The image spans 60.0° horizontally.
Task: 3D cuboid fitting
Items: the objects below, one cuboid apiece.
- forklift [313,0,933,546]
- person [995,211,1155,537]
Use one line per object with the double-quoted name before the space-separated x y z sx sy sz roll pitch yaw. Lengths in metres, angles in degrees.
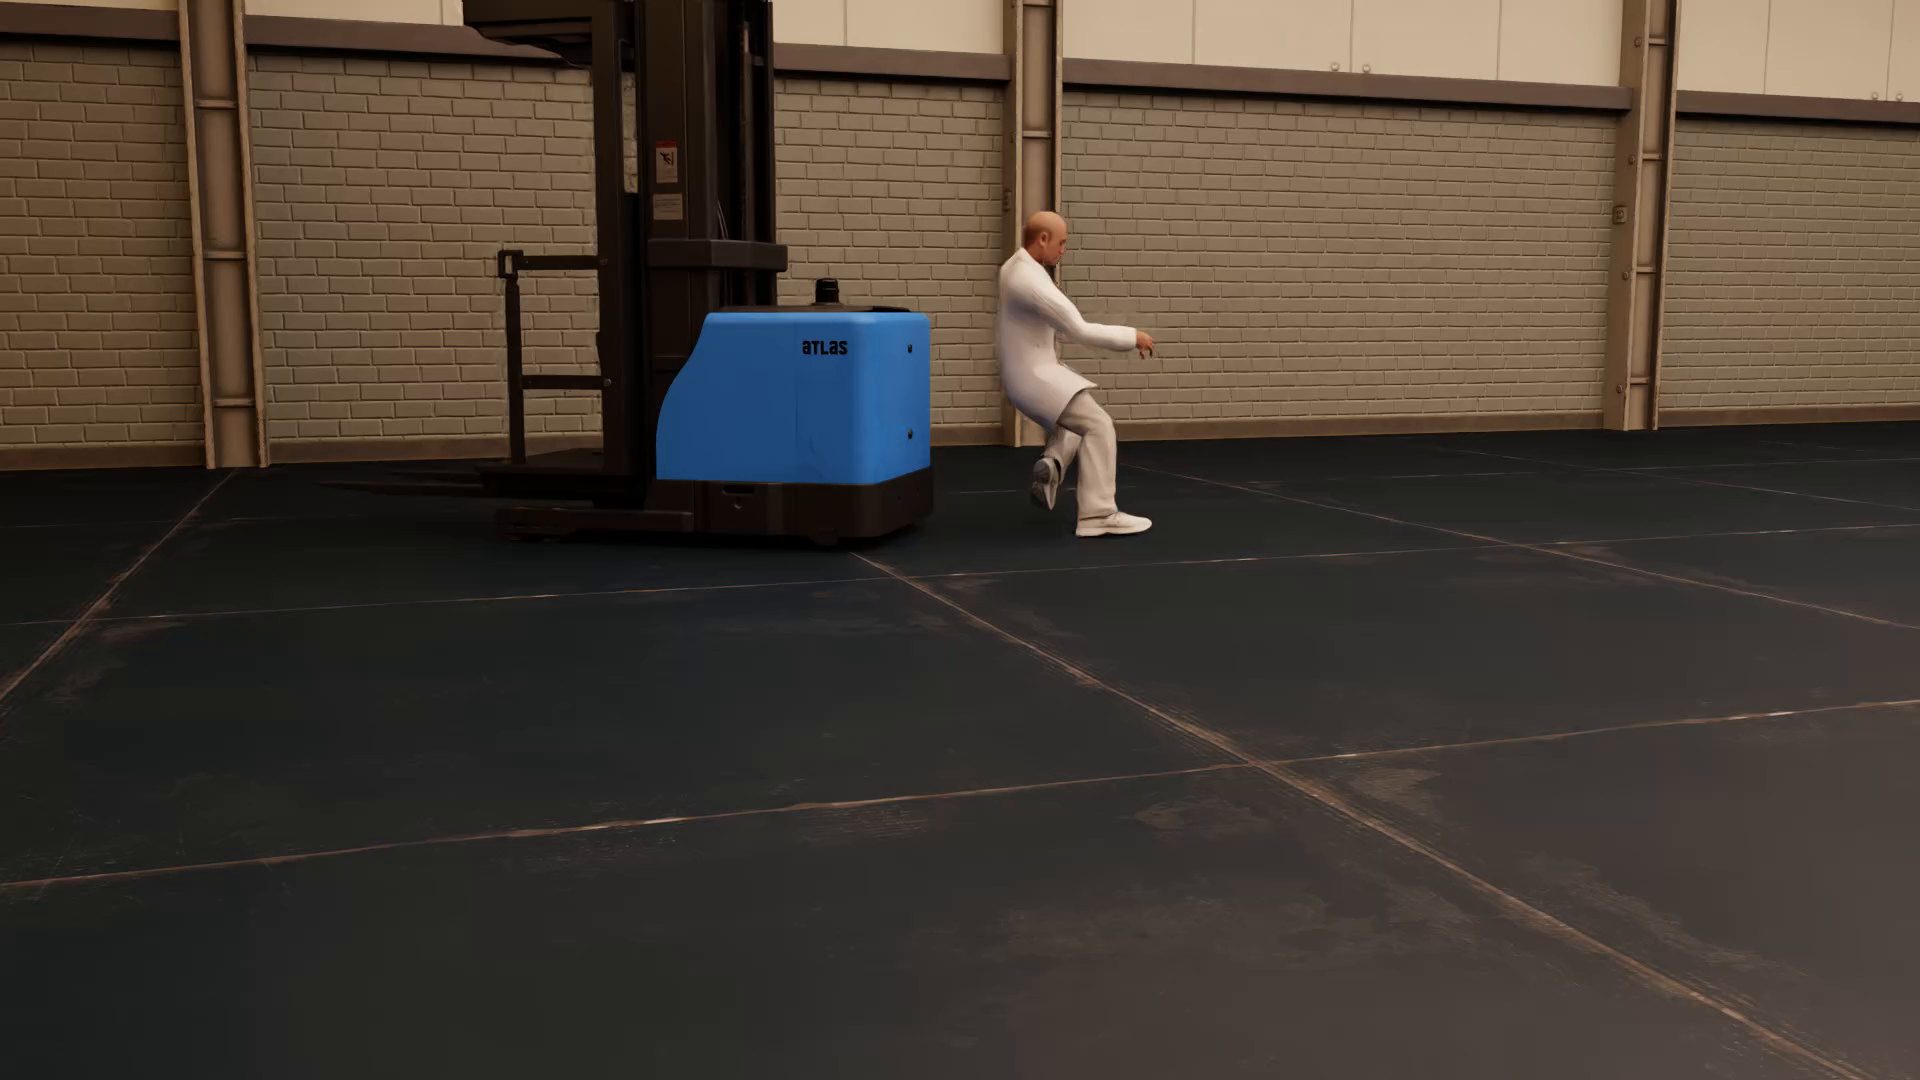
"forklift" -1.709 -1.507 8.132 3.031 2.935 1.130 2 8 15
"person" 0.572 -0.848 8.337 0.773 1.566 0.886 -1 8 -6
